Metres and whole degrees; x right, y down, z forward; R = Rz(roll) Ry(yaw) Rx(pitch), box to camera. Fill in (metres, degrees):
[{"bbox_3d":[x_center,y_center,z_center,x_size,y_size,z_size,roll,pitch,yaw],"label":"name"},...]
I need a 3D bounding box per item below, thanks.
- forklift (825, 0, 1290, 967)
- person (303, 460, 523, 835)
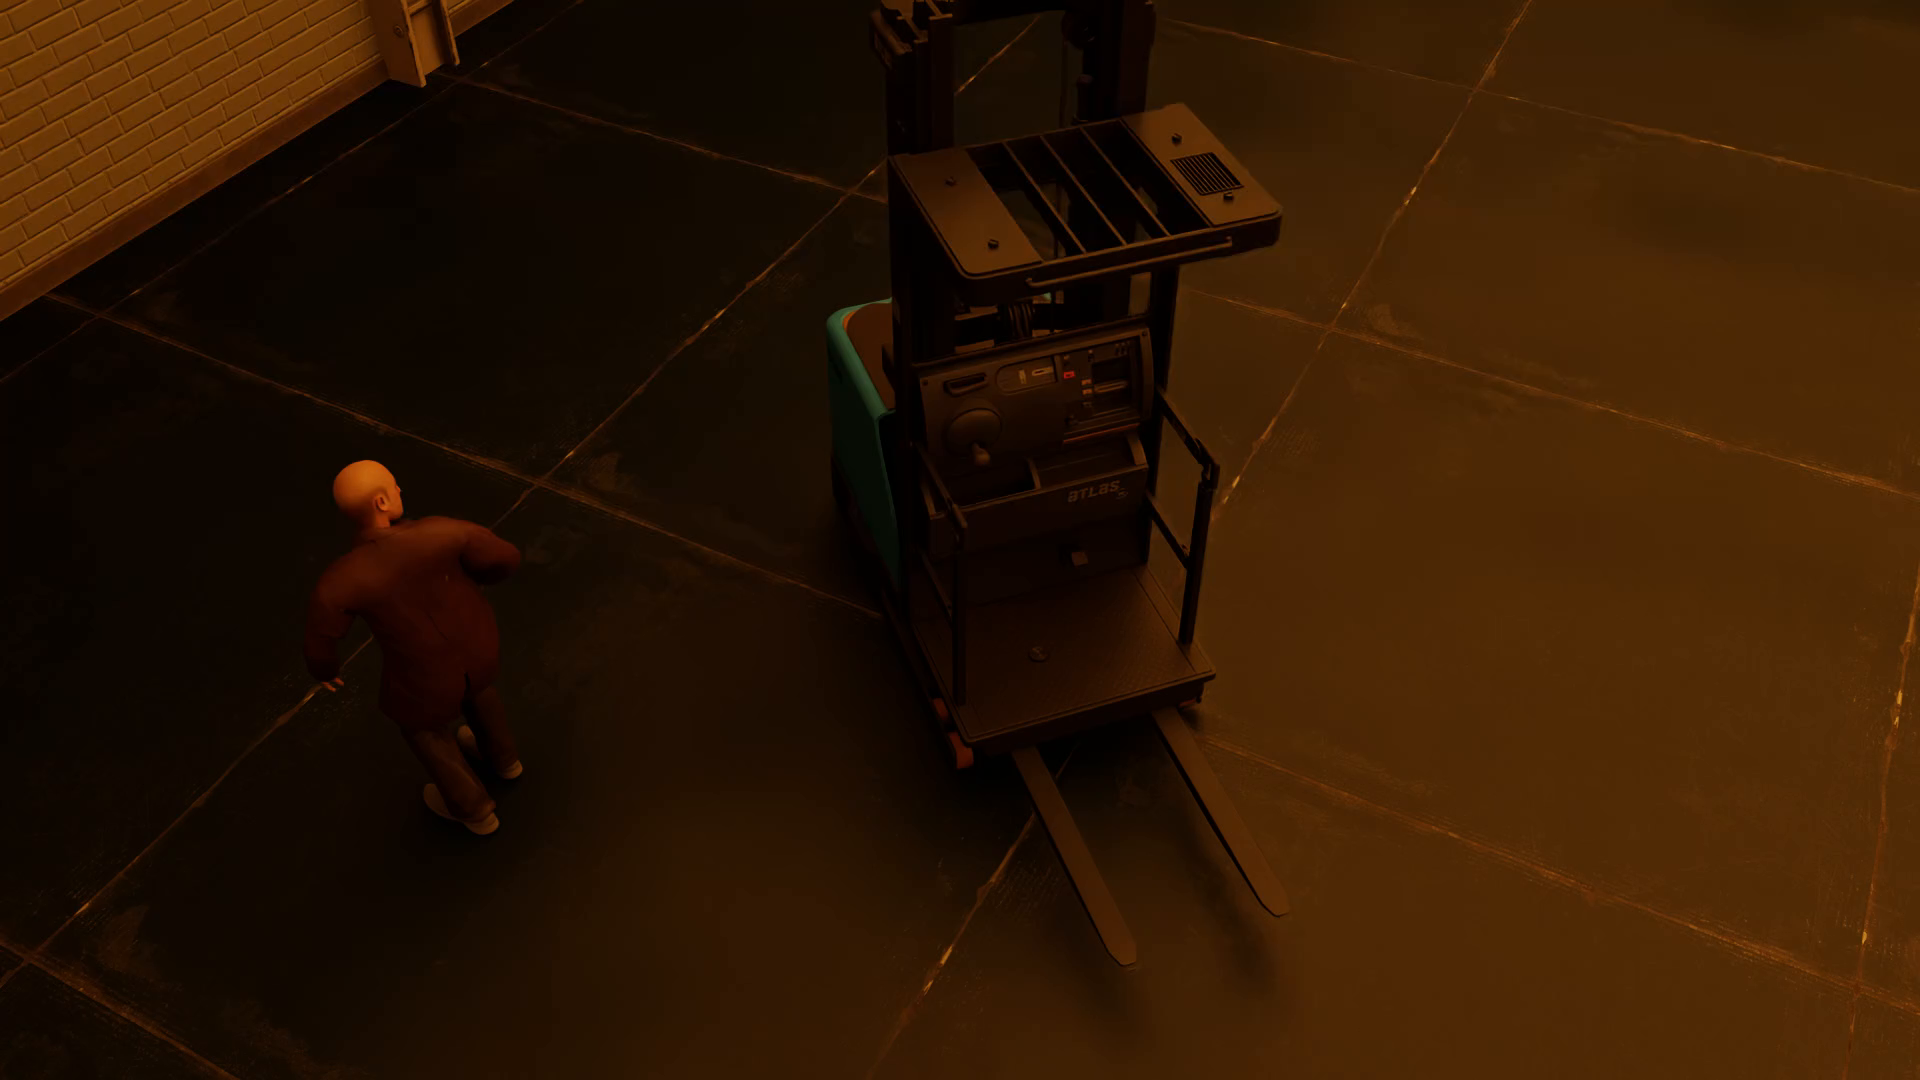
[{"bbox_3d":[0.371,-0.453,6.134,1.130,2.935,3.031,-14,45,-14],"label":"forklift"},{"bbox_3d":[-1.997,0.385,6.131,0.792,1.737,0.549,-30,51,-28],"label":"person"}]
